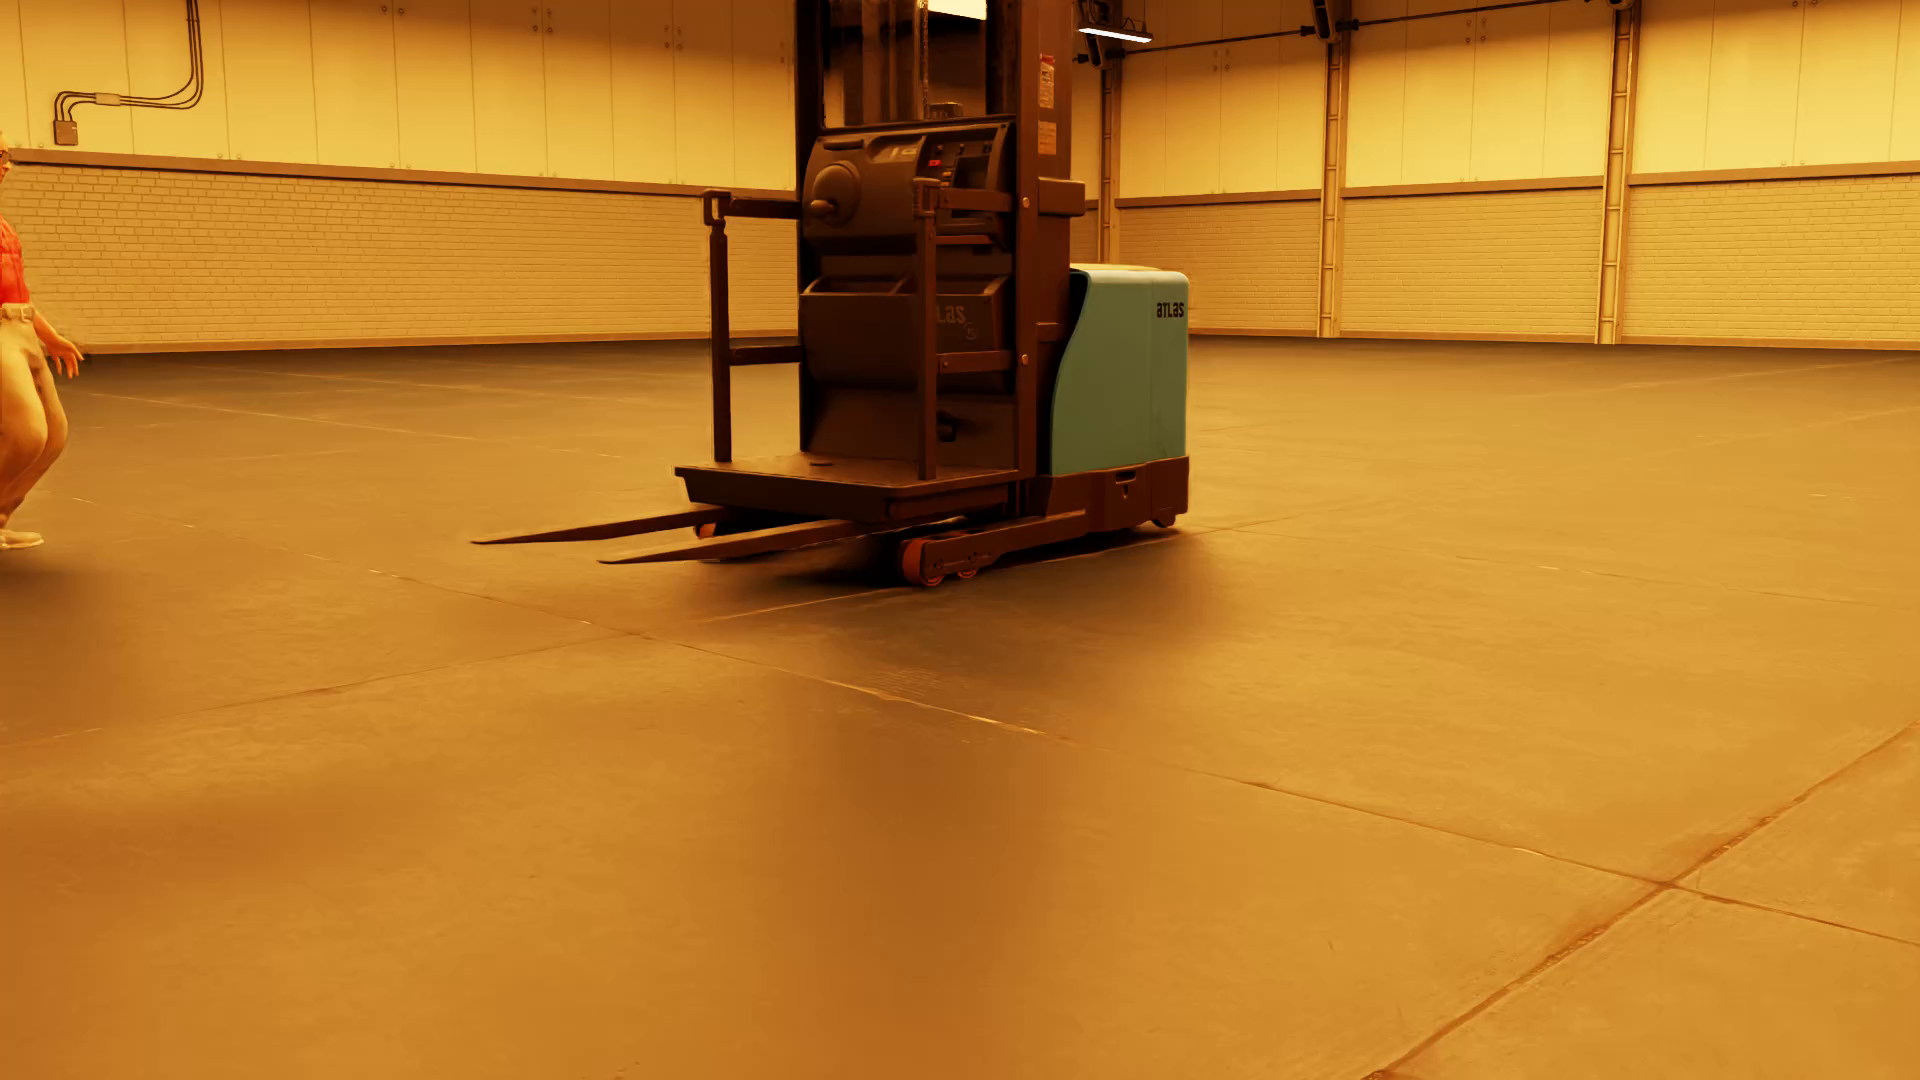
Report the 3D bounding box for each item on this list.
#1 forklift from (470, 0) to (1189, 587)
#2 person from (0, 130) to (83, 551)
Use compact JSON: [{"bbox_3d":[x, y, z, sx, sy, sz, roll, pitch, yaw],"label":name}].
[{"bbox_3d":[-0.339,-1.372,5.988,1.130,2.935,3.031,7,11,37],"label":"forklift"},{"bbox_3d":[-3.578,-0.723,6.124,0.563,1.633,0.934,-1,9,-6],"label":"person"}]
